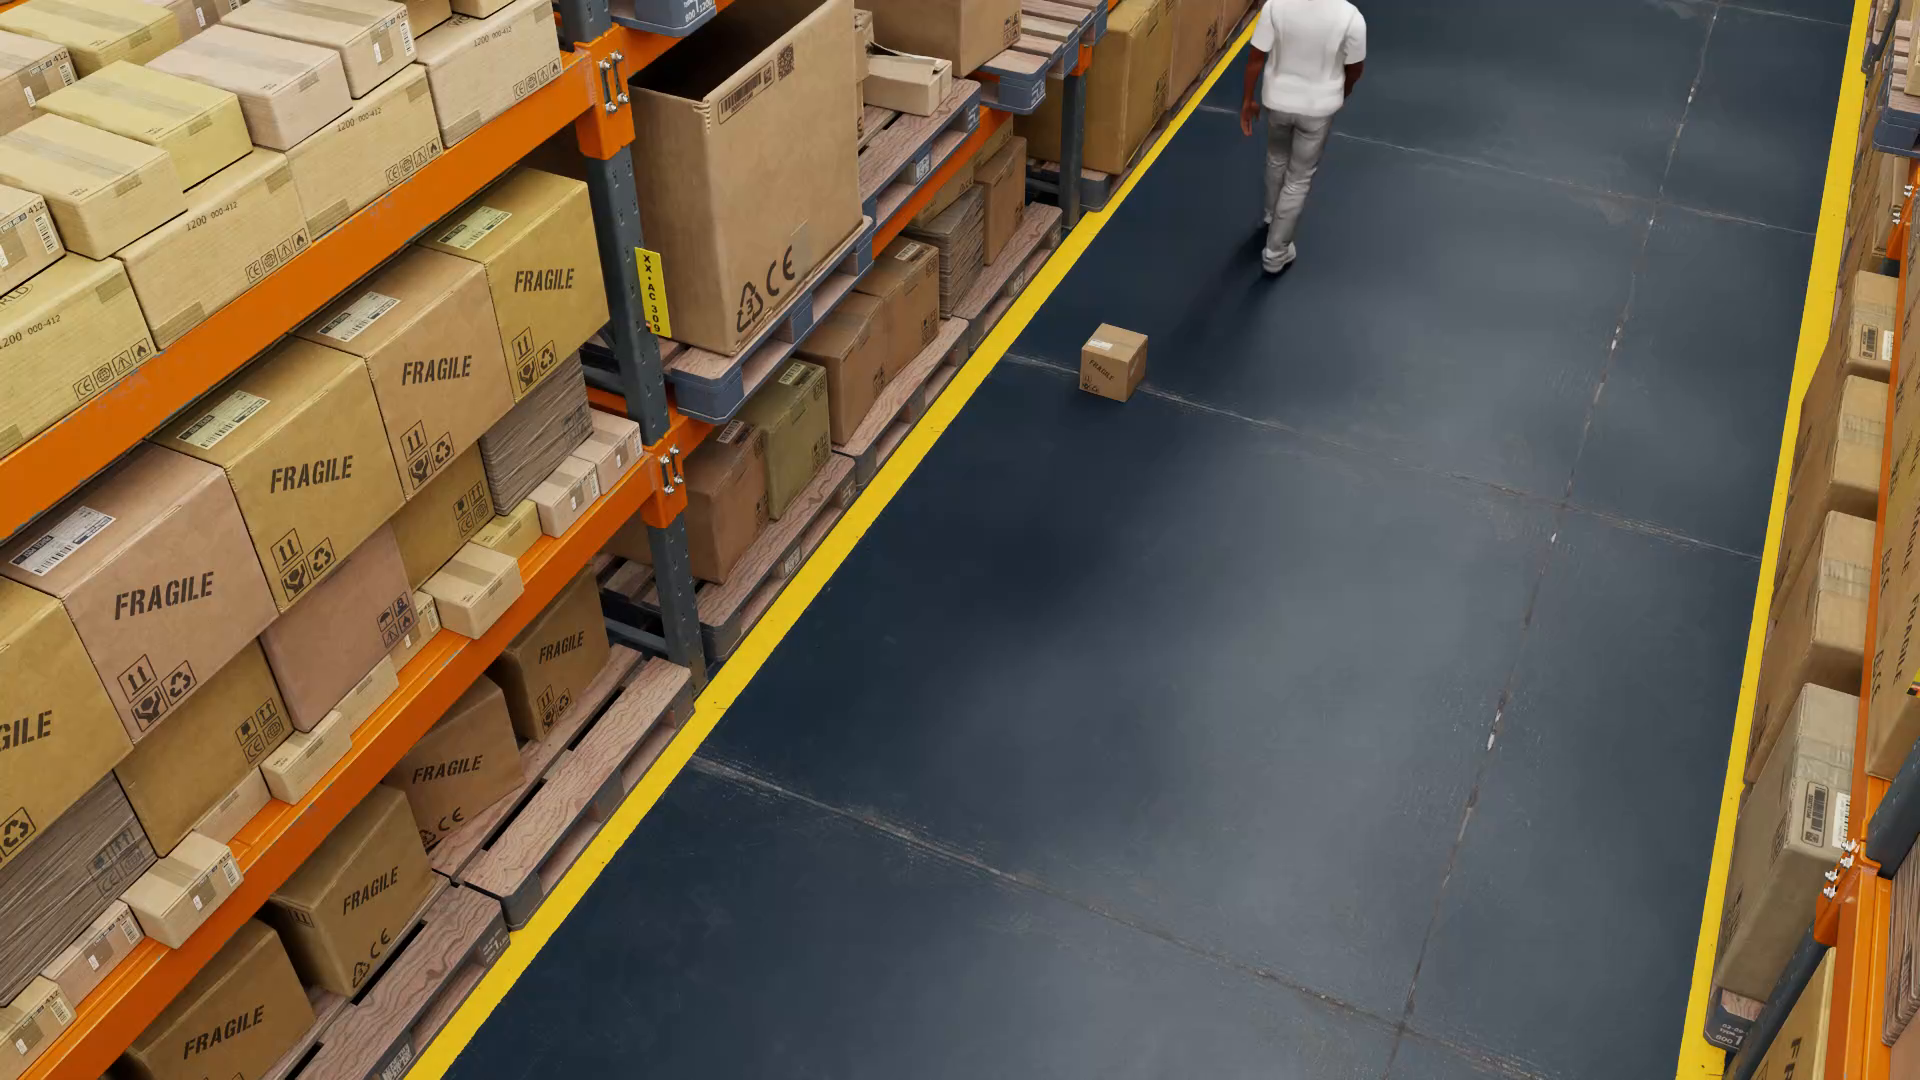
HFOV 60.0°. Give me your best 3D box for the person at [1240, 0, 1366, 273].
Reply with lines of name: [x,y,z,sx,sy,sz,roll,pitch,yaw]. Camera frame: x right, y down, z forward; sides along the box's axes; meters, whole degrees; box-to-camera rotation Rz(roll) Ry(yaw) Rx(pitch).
person: [1.796,-2.284,8.726,0.571,1.816,0.756,19,45,20]
